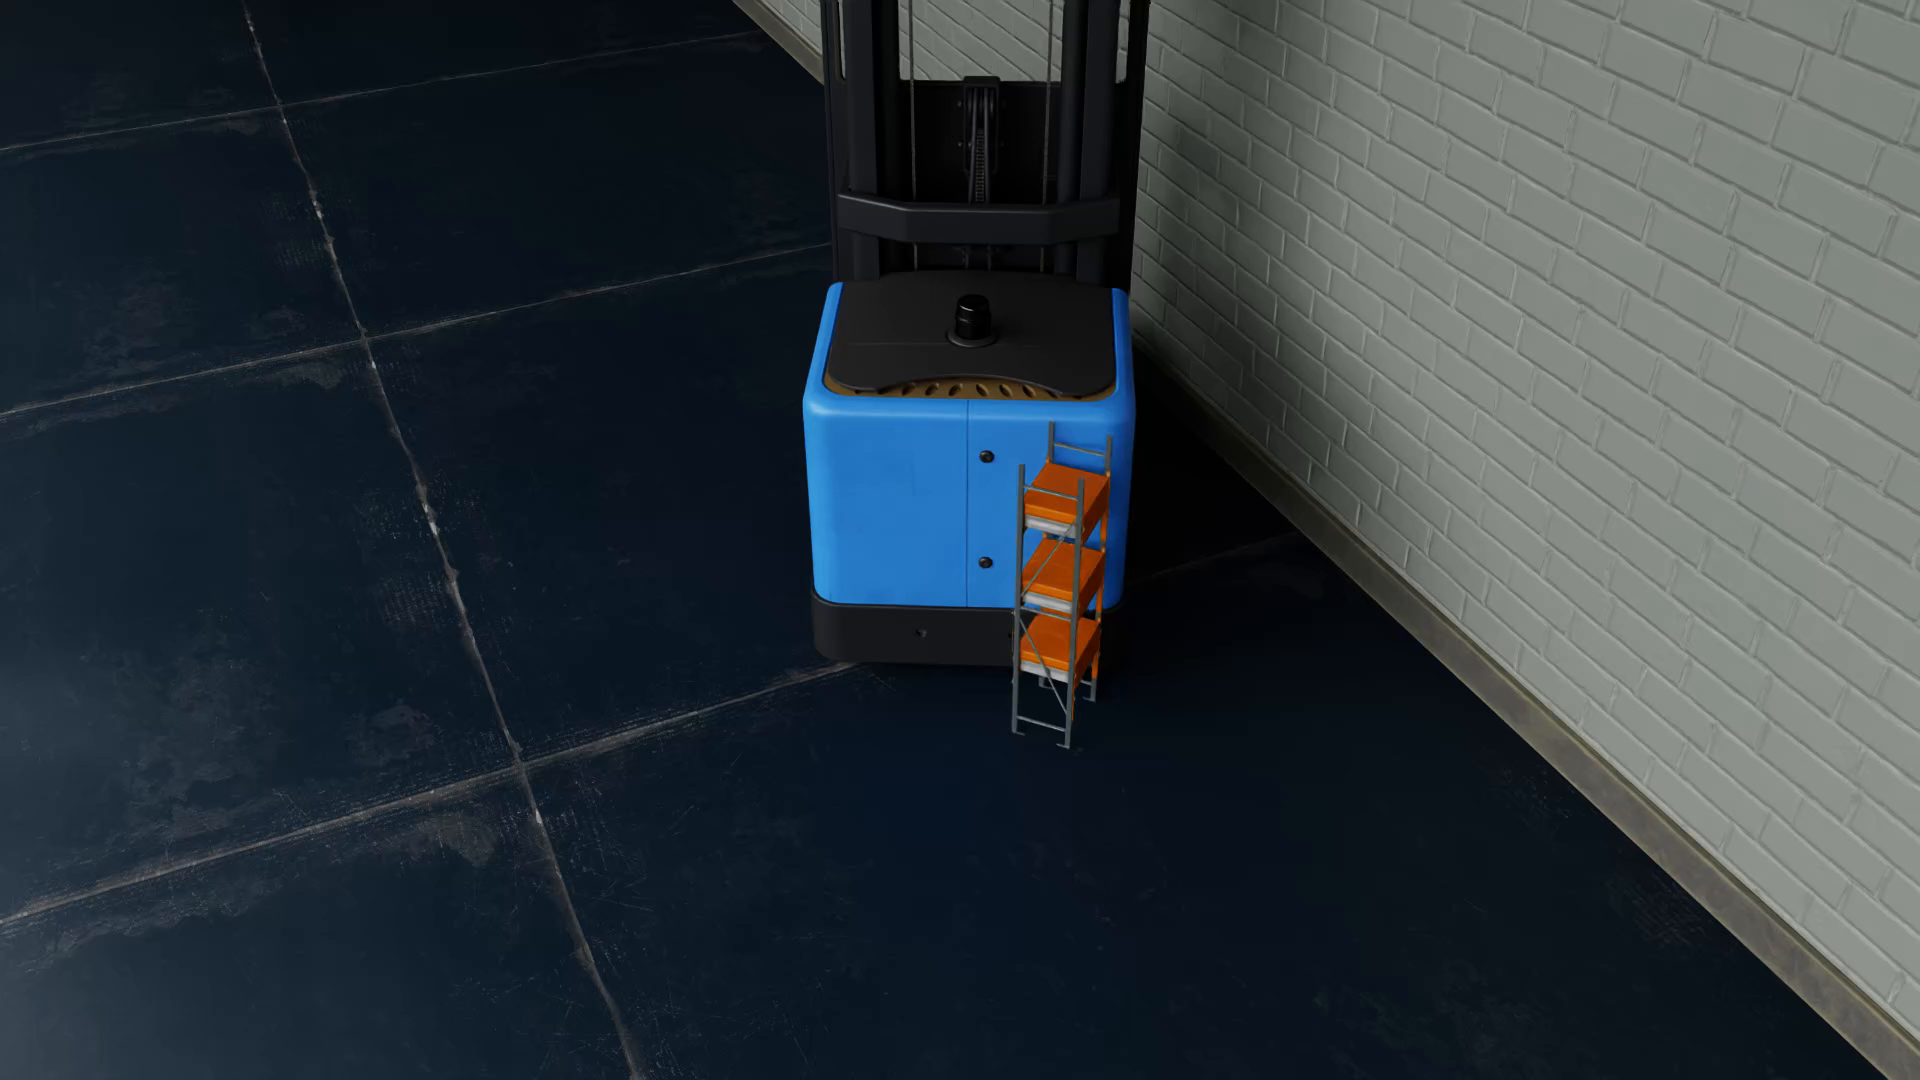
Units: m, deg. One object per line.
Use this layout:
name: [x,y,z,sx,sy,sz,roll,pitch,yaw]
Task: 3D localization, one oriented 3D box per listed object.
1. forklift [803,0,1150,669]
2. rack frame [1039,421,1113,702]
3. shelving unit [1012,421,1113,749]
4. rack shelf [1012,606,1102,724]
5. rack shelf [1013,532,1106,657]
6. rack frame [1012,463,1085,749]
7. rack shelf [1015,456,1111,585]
forklift: [0.093,-1.601,5.949,1.130,2.935,3.031,2,37,2]
rack frame: [0.358,0.092,5.245,0.200,1.050,0.008,14,39,18]
shelving unit: [0.310,0.159,5.155,0.215,1.050,0.252,14,39,18]
rack shelf: [0.310,0.391,5.326,0.215,0.259,0.240,14,39,18]
rack shelf: [0.310,0.167,5.161,0.215,0.259,0.240,14,39,18]
rack frame: [0.262,0.226,5.064,0.200,1.050,0.008,14,39,18]
rack shelf: [0.310,-0.061,4.992,0.215,0.259,0.240,14,39,18]
